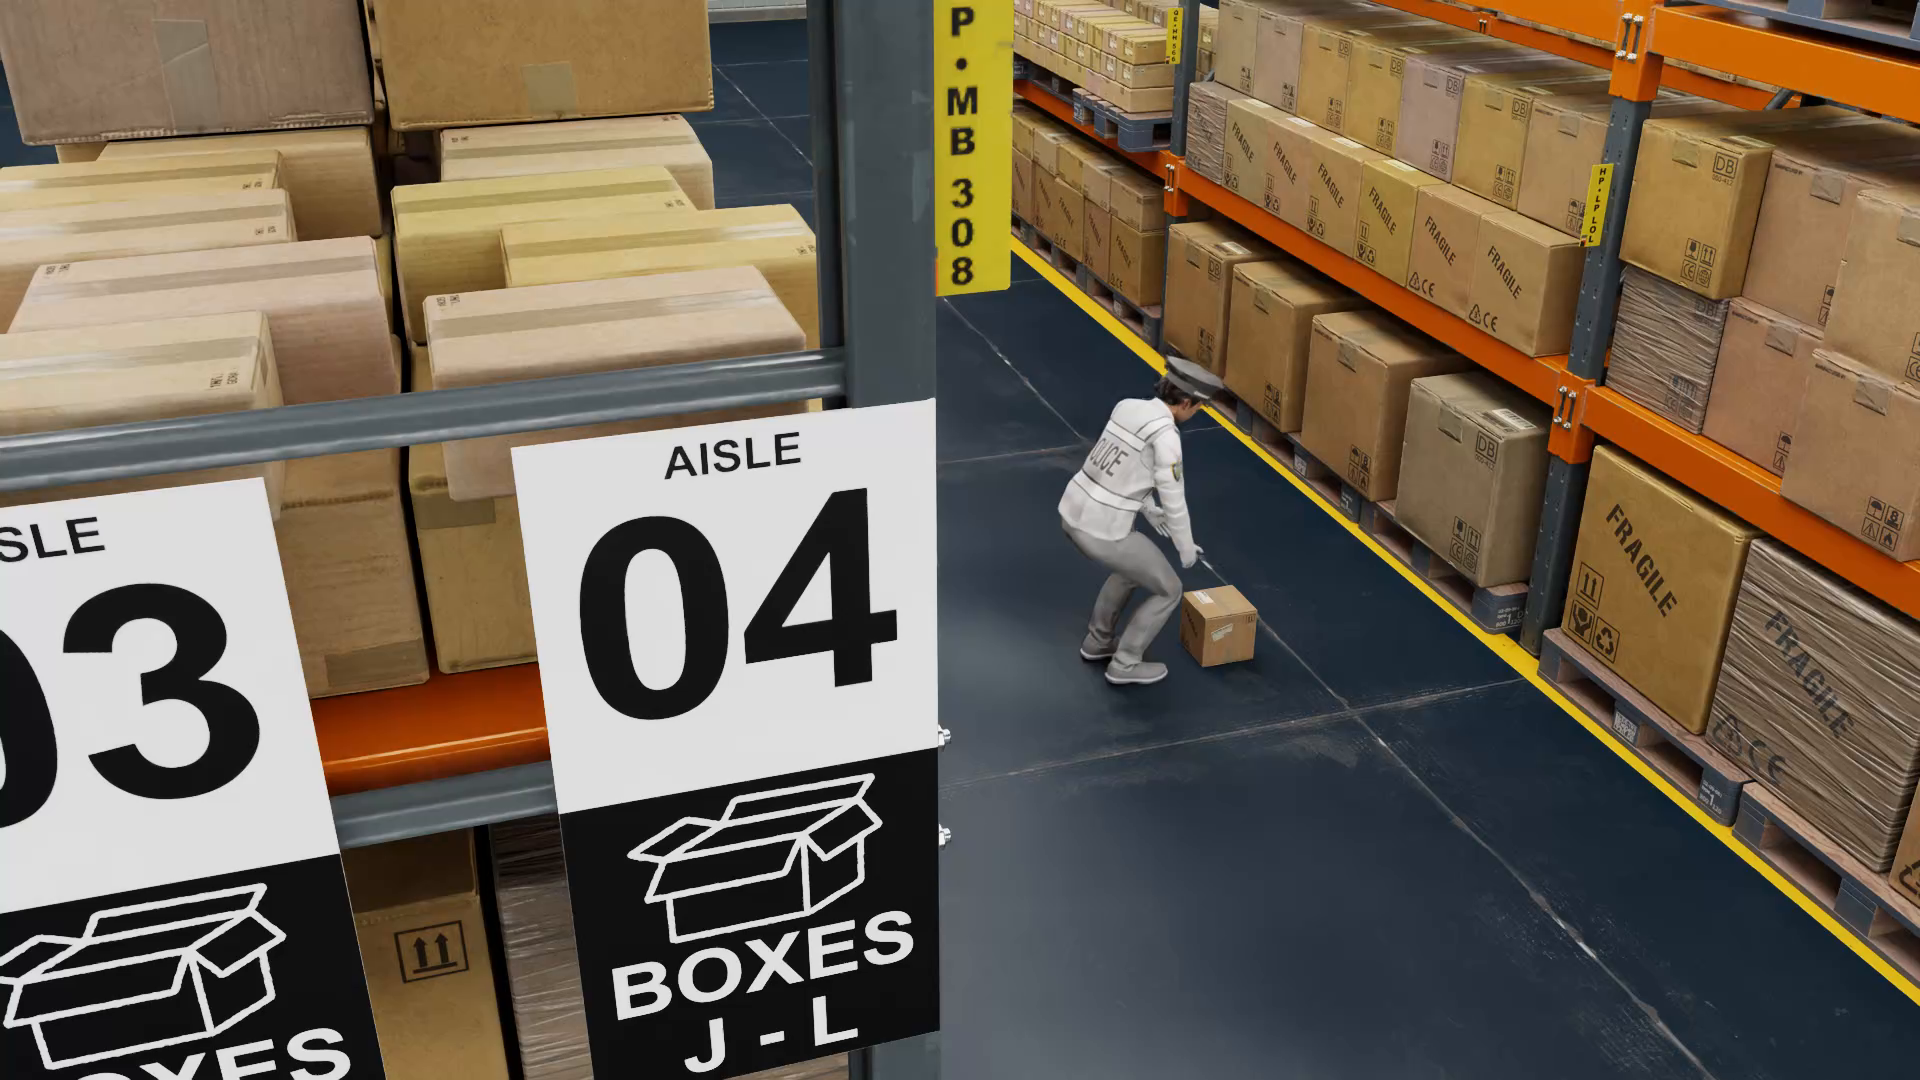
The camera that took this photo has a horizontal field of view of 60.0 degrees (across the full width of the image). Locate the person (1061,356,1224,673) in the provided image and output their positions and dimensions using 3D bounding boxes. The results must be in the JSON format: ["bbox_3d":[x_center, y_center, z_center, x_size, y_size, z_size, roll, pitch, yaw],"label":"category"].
[{"bbox_3d":[0.766,-0.113,7.065,0.675,1.333,0.445,-8,28,-16],"label":"person"}]
